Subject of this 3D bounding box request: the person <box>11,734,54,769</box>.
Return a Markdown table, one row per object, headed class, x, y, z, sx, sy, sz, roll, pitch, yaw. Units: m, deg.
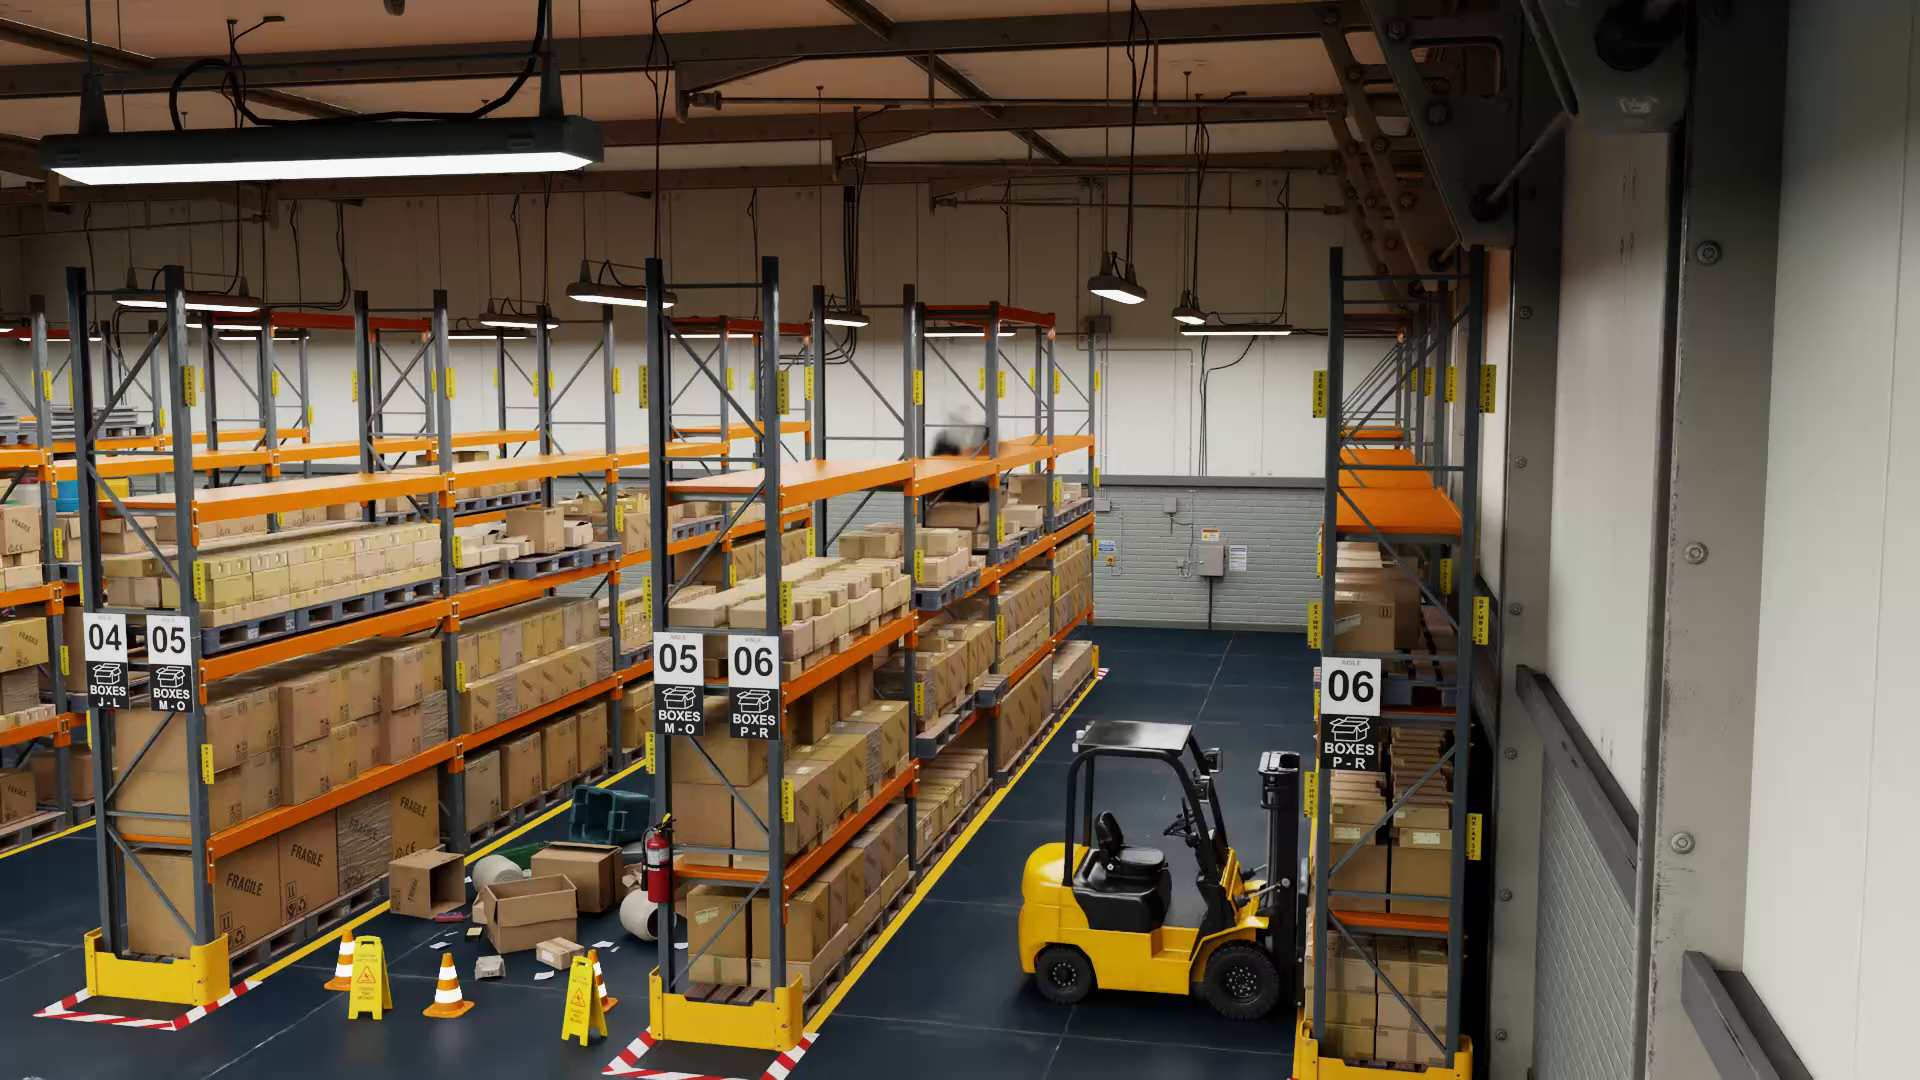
| class | x | y | z | sx | sy | sz | roll | pitch | yaw |
| --- | --- | --- | --- | --- | --- | --- | --- | --- | --- |
| person | -12.142 | 2.115 | 21.609 | 0.656 | 1.740 | 0.664 | 1 | 6 | 10 |
